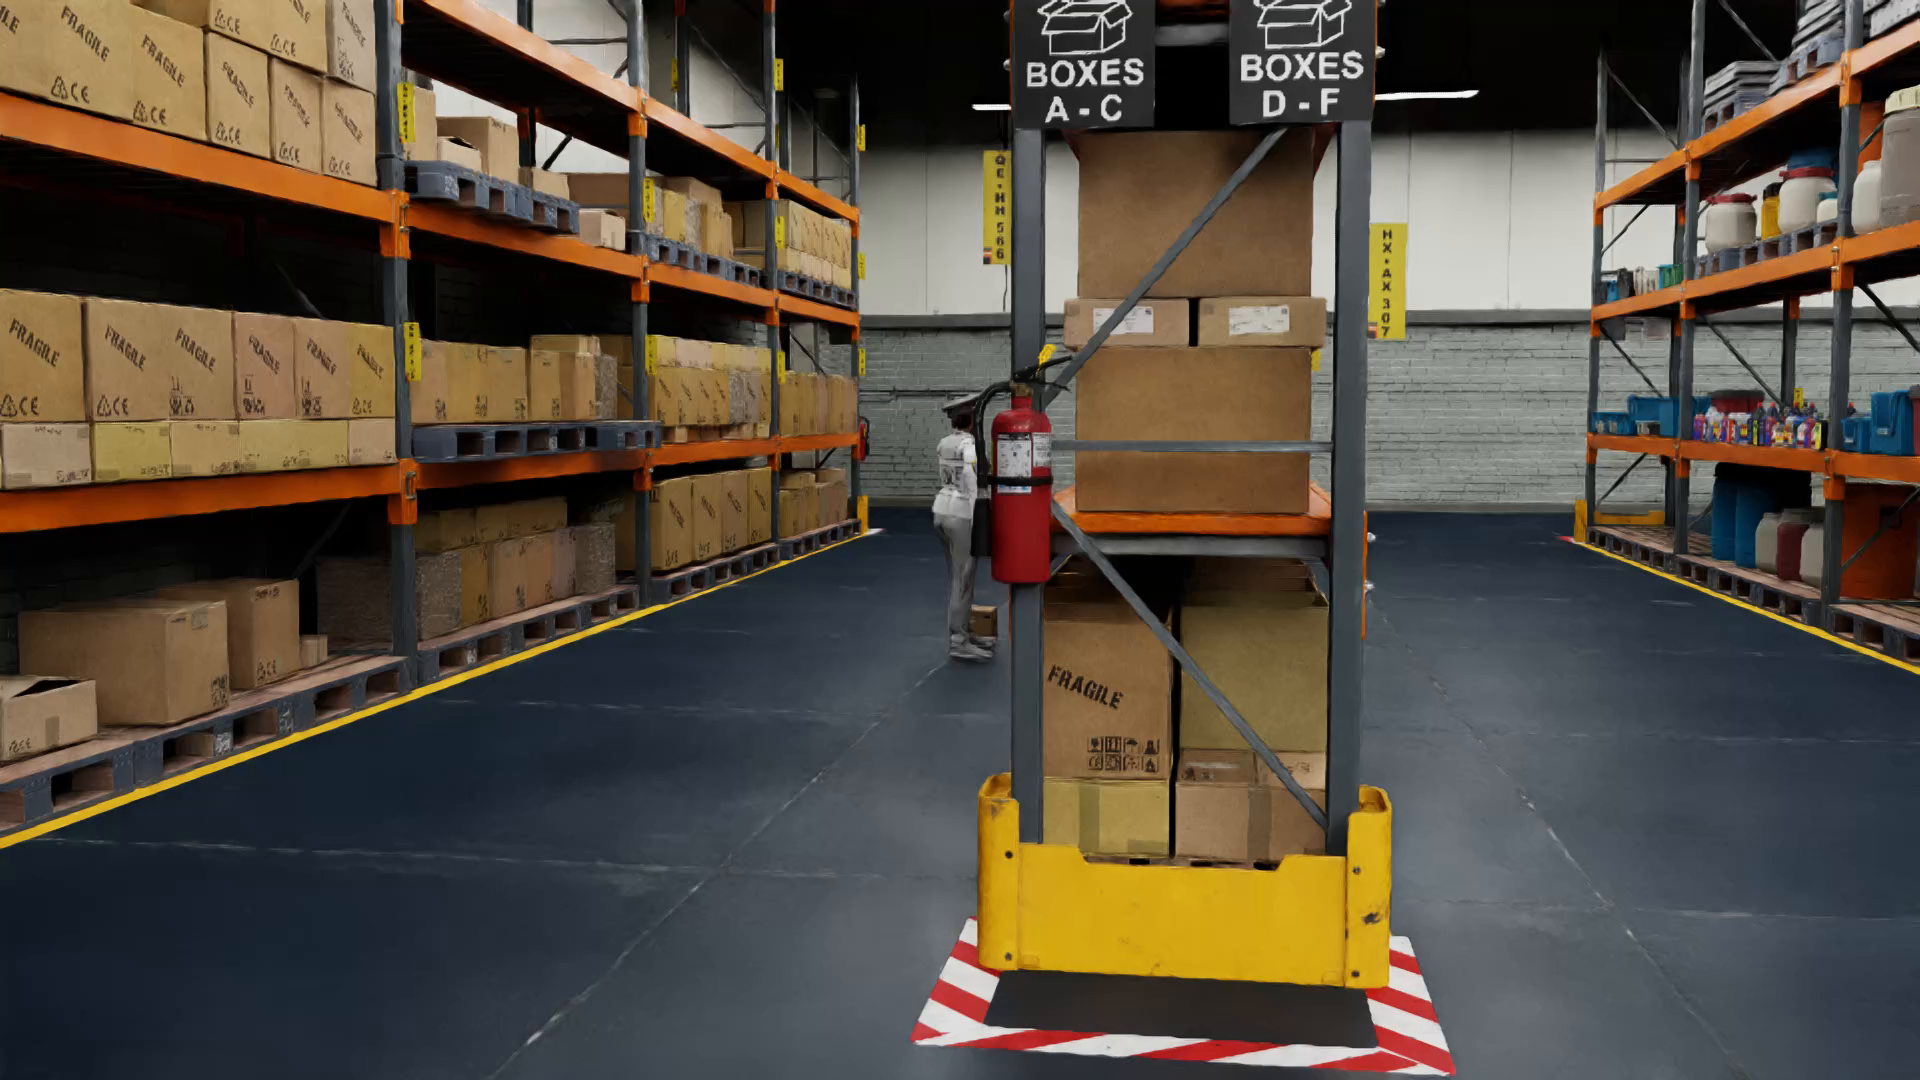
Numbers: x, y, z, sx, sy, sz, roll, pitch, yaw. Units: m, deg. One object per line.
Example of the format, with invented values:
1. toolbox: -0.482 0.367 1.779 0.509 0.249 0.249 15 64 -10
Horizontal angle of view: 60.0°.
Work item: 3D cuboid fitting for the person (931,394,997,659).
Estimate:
1. person: 0.079 -0.093 10.710 0.470 1.685 0.532 -2 5 -28
